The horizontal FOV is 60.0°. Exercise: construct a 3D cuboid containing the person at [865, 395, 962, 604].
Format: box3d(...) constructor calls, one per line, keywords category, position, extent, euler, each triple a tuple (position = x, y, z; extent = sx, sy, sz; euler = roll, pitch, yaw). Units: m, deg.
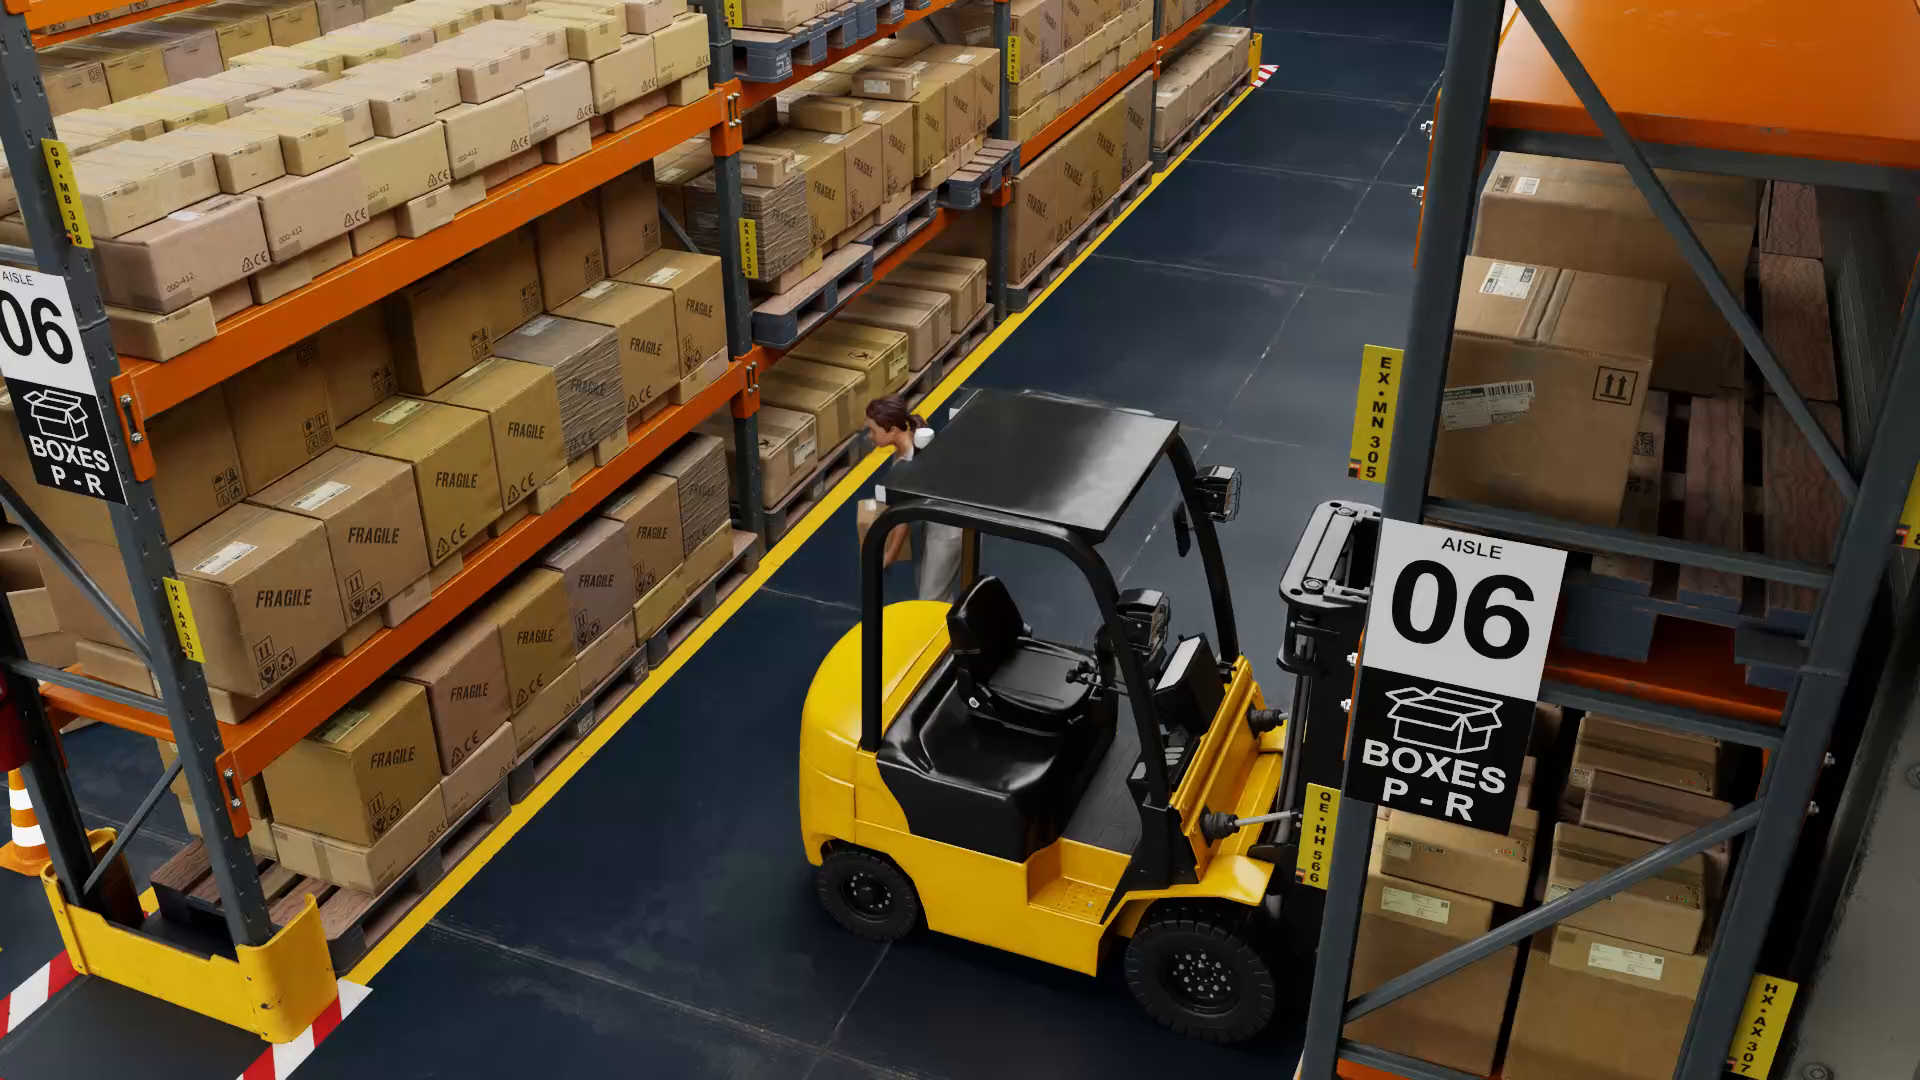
box3d(category="person", position=(-0.203, -0.011, 8.521), extent=(0.549, 1.575, 0.408), euler=(-4, 30, -7))
